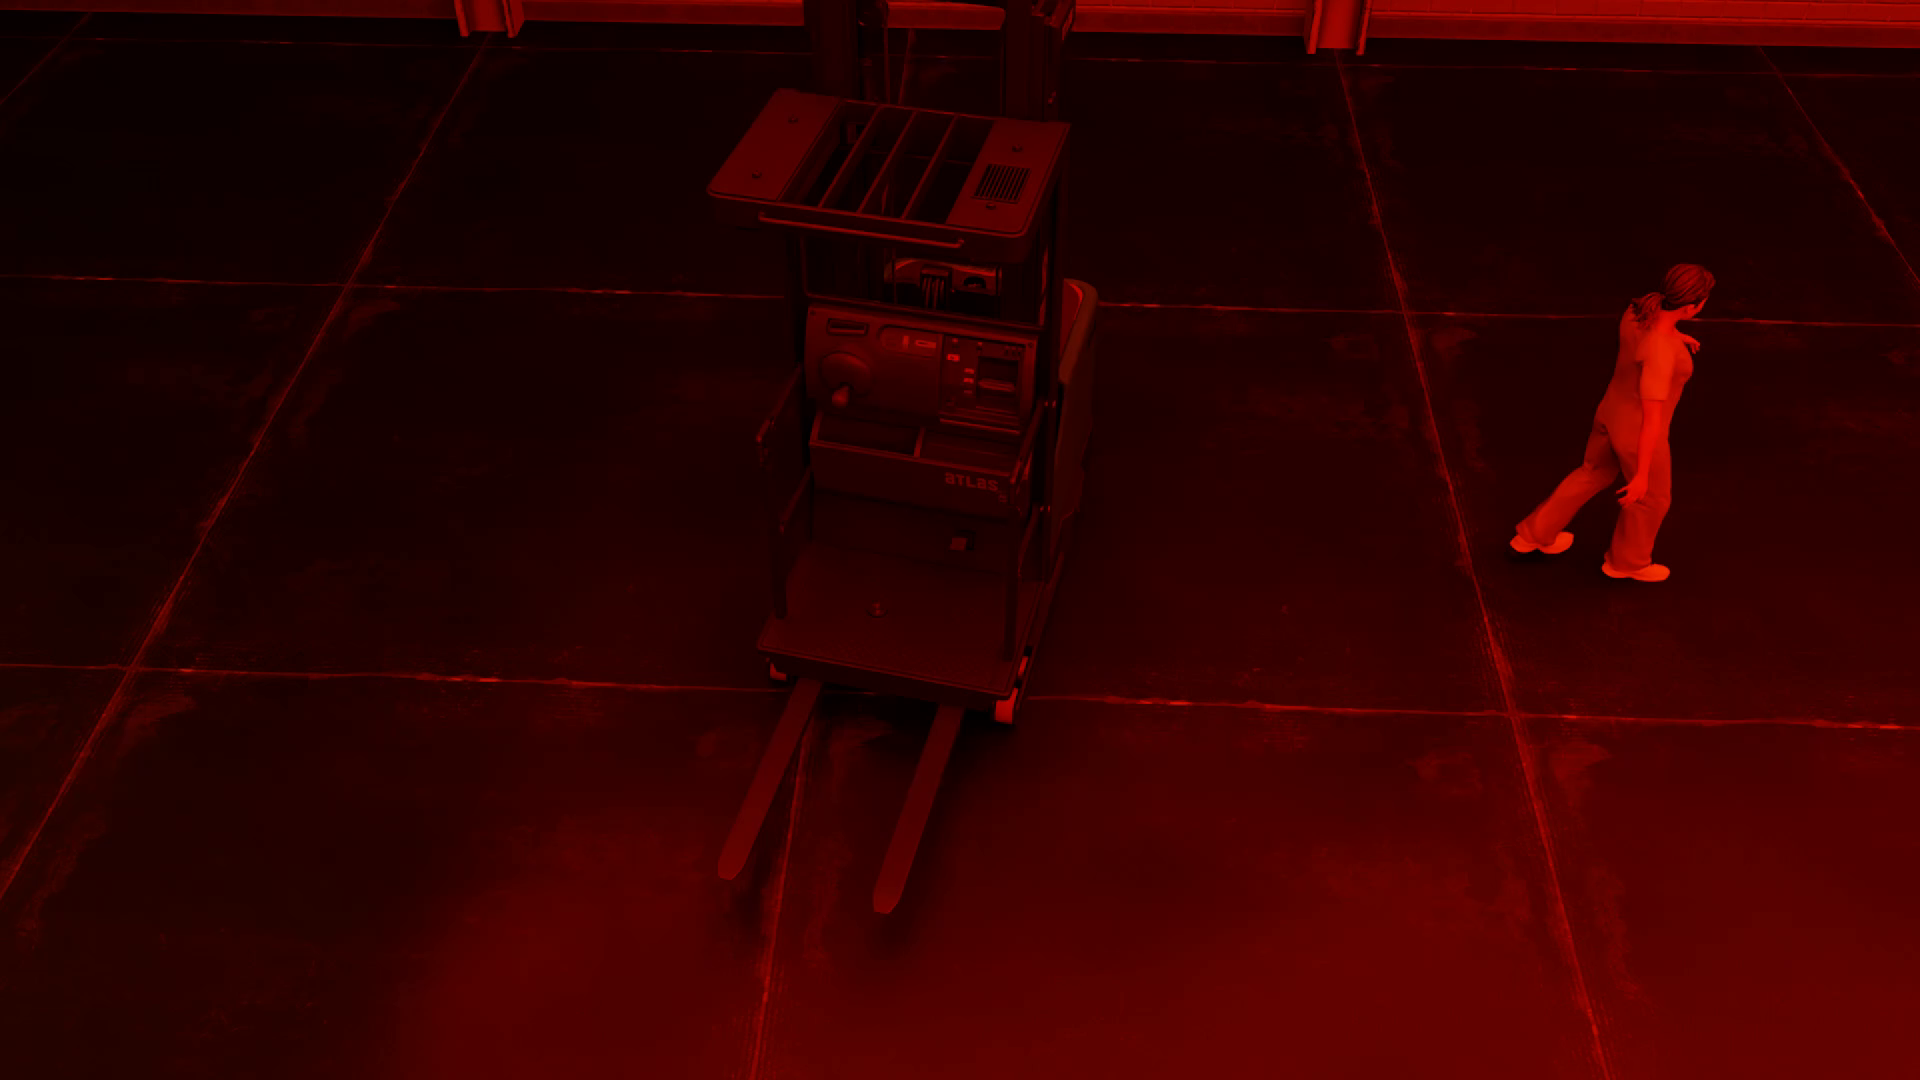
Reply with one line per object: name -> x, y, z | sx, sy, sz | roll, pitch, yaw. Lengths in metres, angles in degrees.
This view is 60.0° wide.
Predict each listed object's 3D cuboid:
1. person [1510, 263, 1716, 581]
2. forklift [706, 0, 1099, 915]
person -> 2.946, -0.470, 7.228 | 0.734, 1.640, 0.846 | -1, 42, -2
forklift -> -0.210, -0.591, 6.390 | 1.130, 2.935, 3.031 | 10, 43, 11
